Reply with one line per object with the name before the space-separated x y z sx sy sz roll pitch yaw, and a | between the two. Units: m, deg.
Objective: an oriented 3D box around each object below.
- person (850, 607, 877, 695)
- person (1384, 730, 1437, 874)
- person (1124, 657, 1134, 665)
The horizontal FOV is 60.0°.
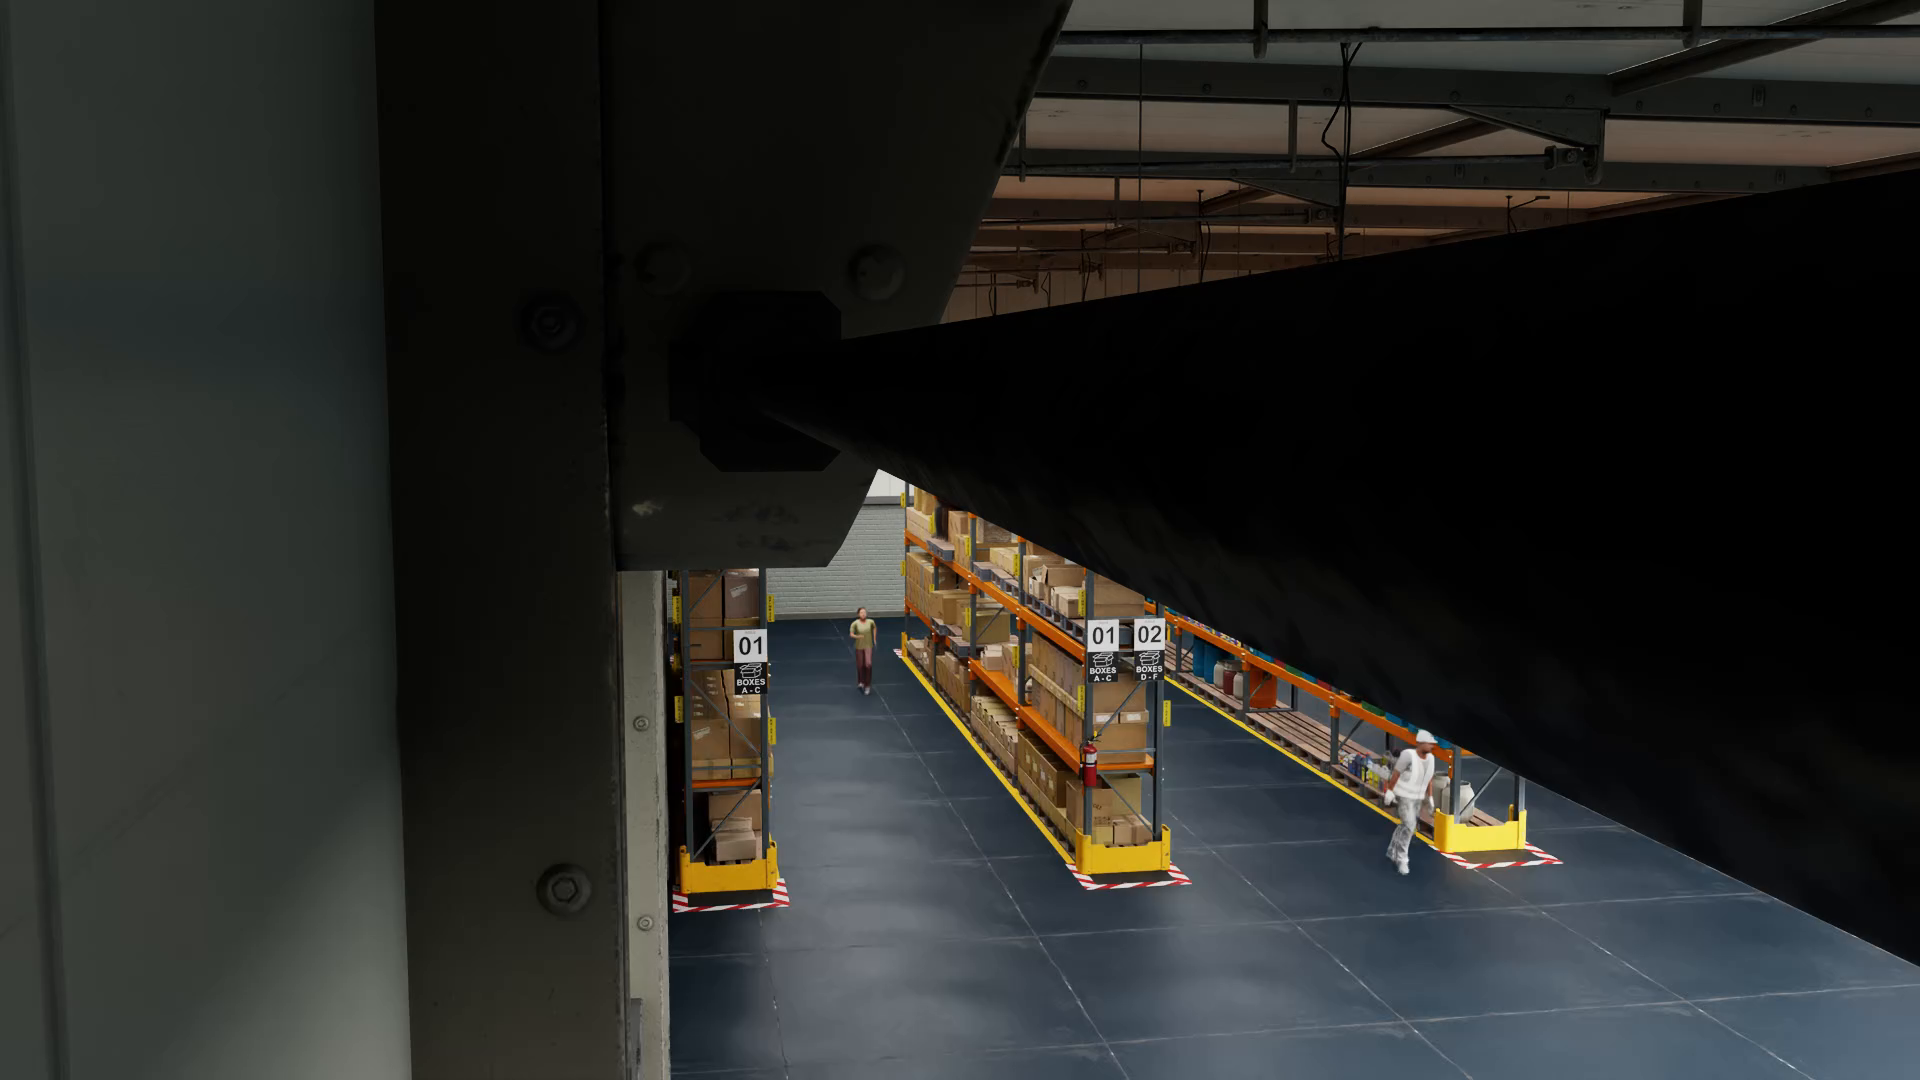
person | -1.887 2.142 32.430 0.527 1.713 0.803 0 6 -4
person | 5.695 3.253 21.129 0.655 1.729 0.622 -4 7 -32
person | 3.455 2.074 32.833 0.676 1.715 0.795 0 6 2
